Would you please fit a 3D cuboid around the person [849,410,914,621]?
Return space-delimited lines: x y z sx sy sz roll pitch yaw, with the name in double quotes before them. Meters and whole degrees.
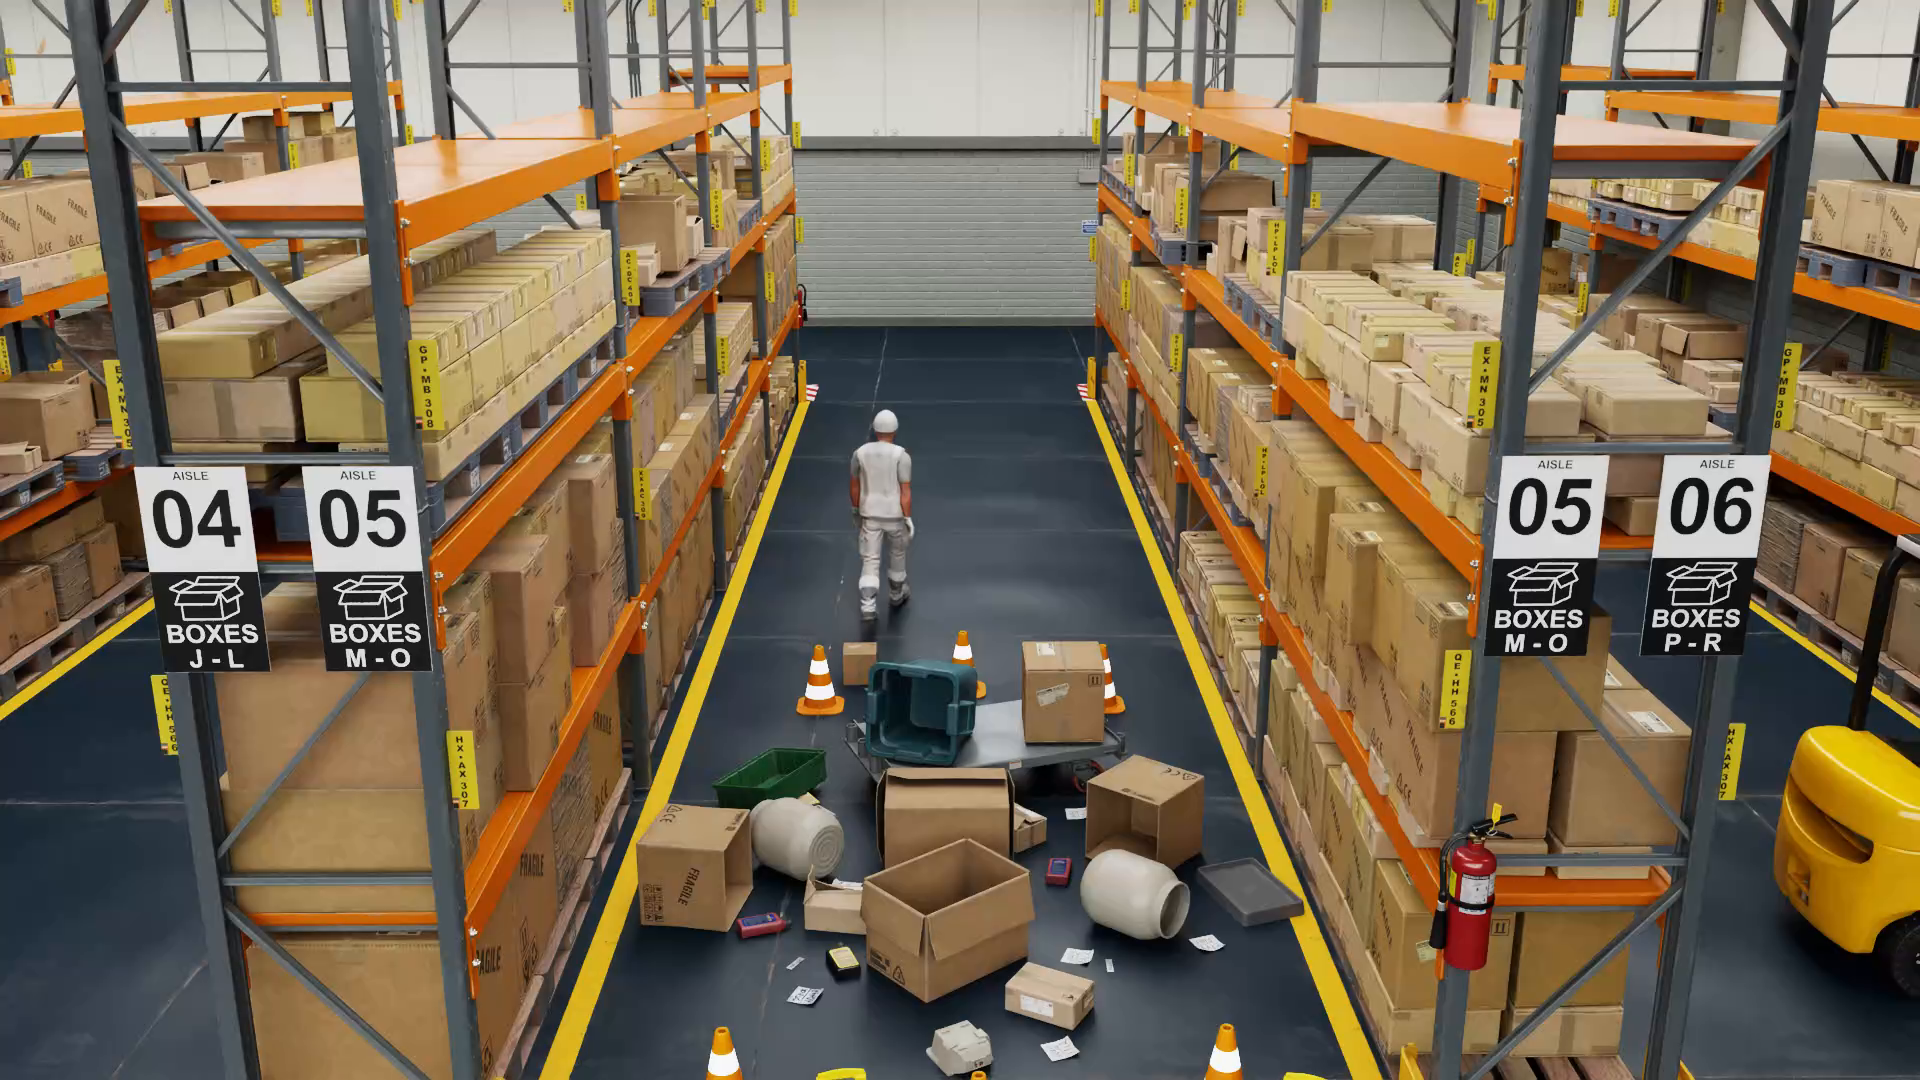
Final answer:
"person" -0.643 -0.205 13.709 0.576 1.747 1.046 3 17 8
